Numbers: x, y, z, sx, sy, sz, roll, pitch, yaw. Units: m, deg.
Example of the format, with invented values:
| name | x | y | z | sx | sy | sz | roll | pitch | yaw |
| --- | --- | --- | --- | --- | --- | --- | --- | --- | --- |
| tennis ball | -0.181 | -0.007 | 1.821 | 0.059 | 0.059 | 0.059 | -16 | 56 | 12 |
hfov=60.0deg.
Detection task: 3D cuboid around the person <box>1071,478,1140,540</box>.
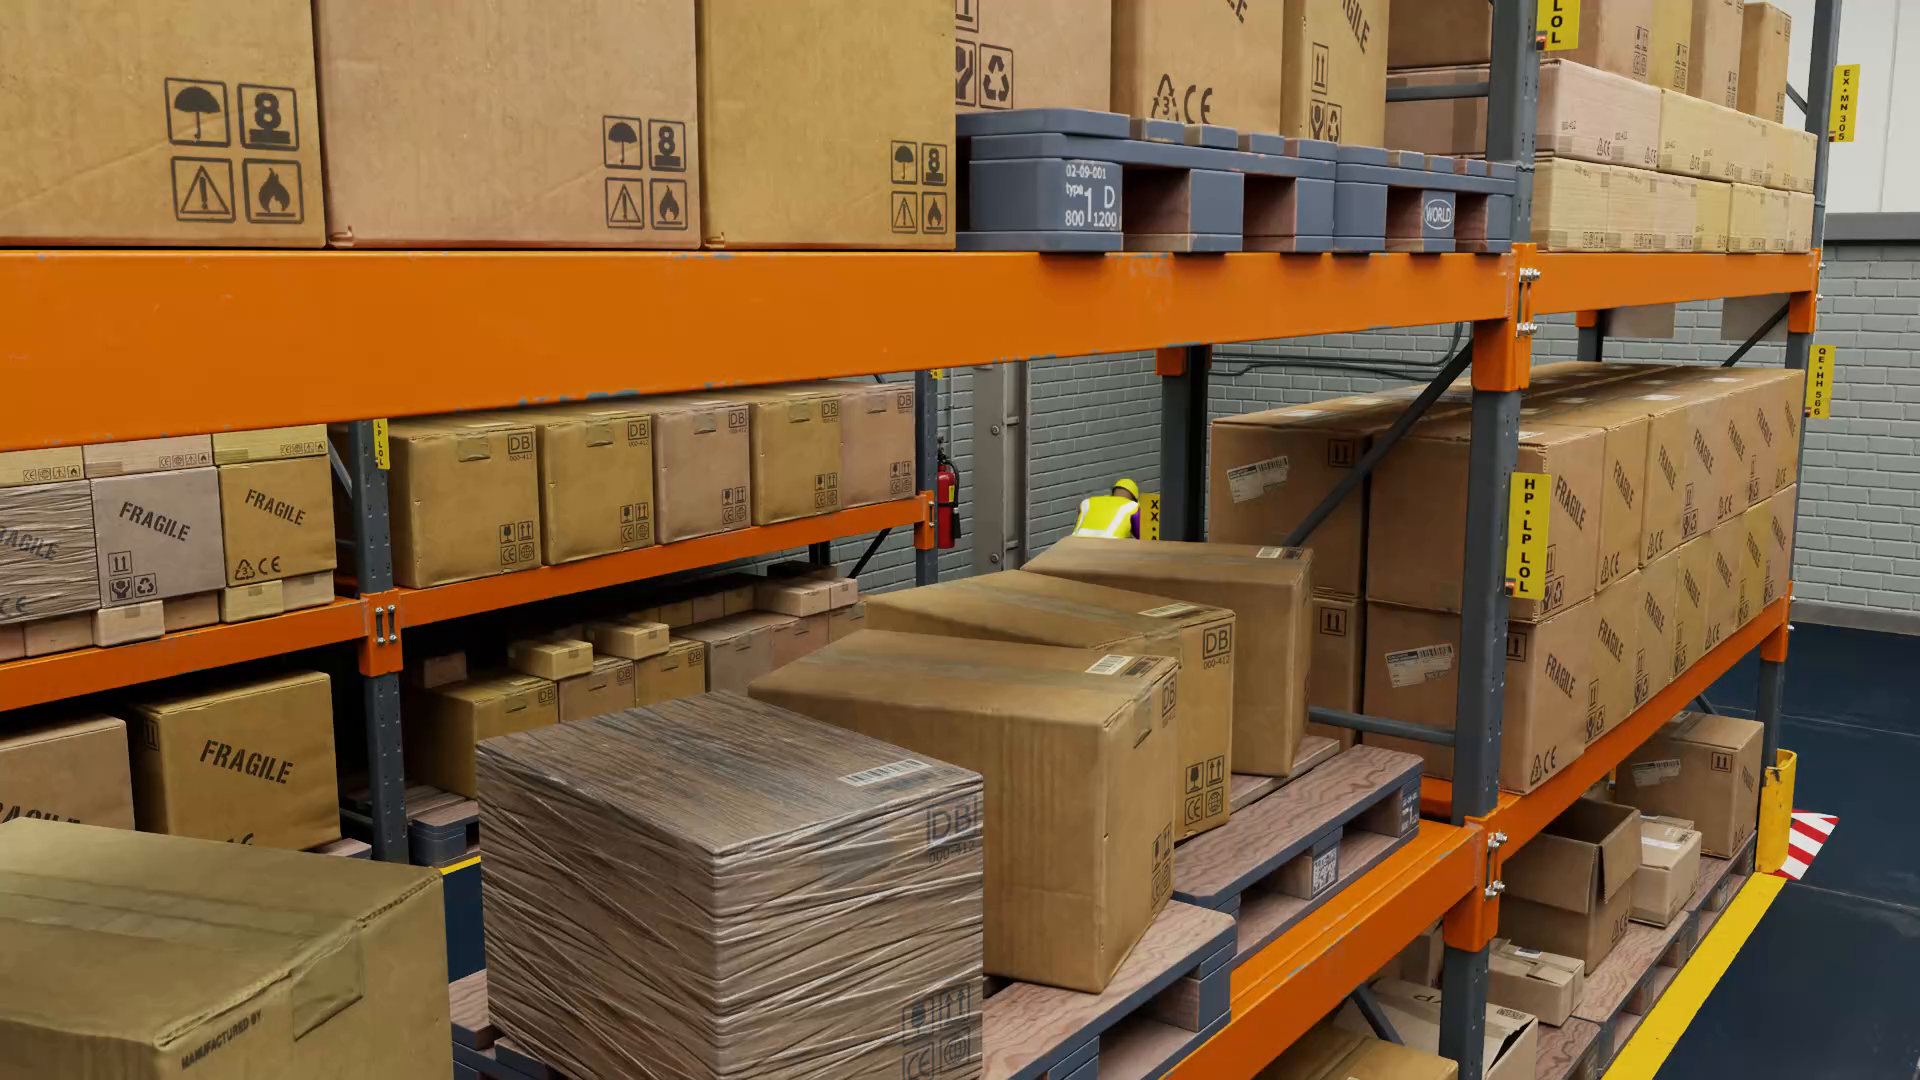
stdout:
| name | x | y | z | sx | sy | sz | roll | pitch | yaw |
| --- | --- | --- | --- | --- | --- | --- | --- | --- | --- |
| person | 1.086 | 0.134 | 12.424 | 0.608 | 1.133 | 0.856 | 7 | 12 | 36 |
